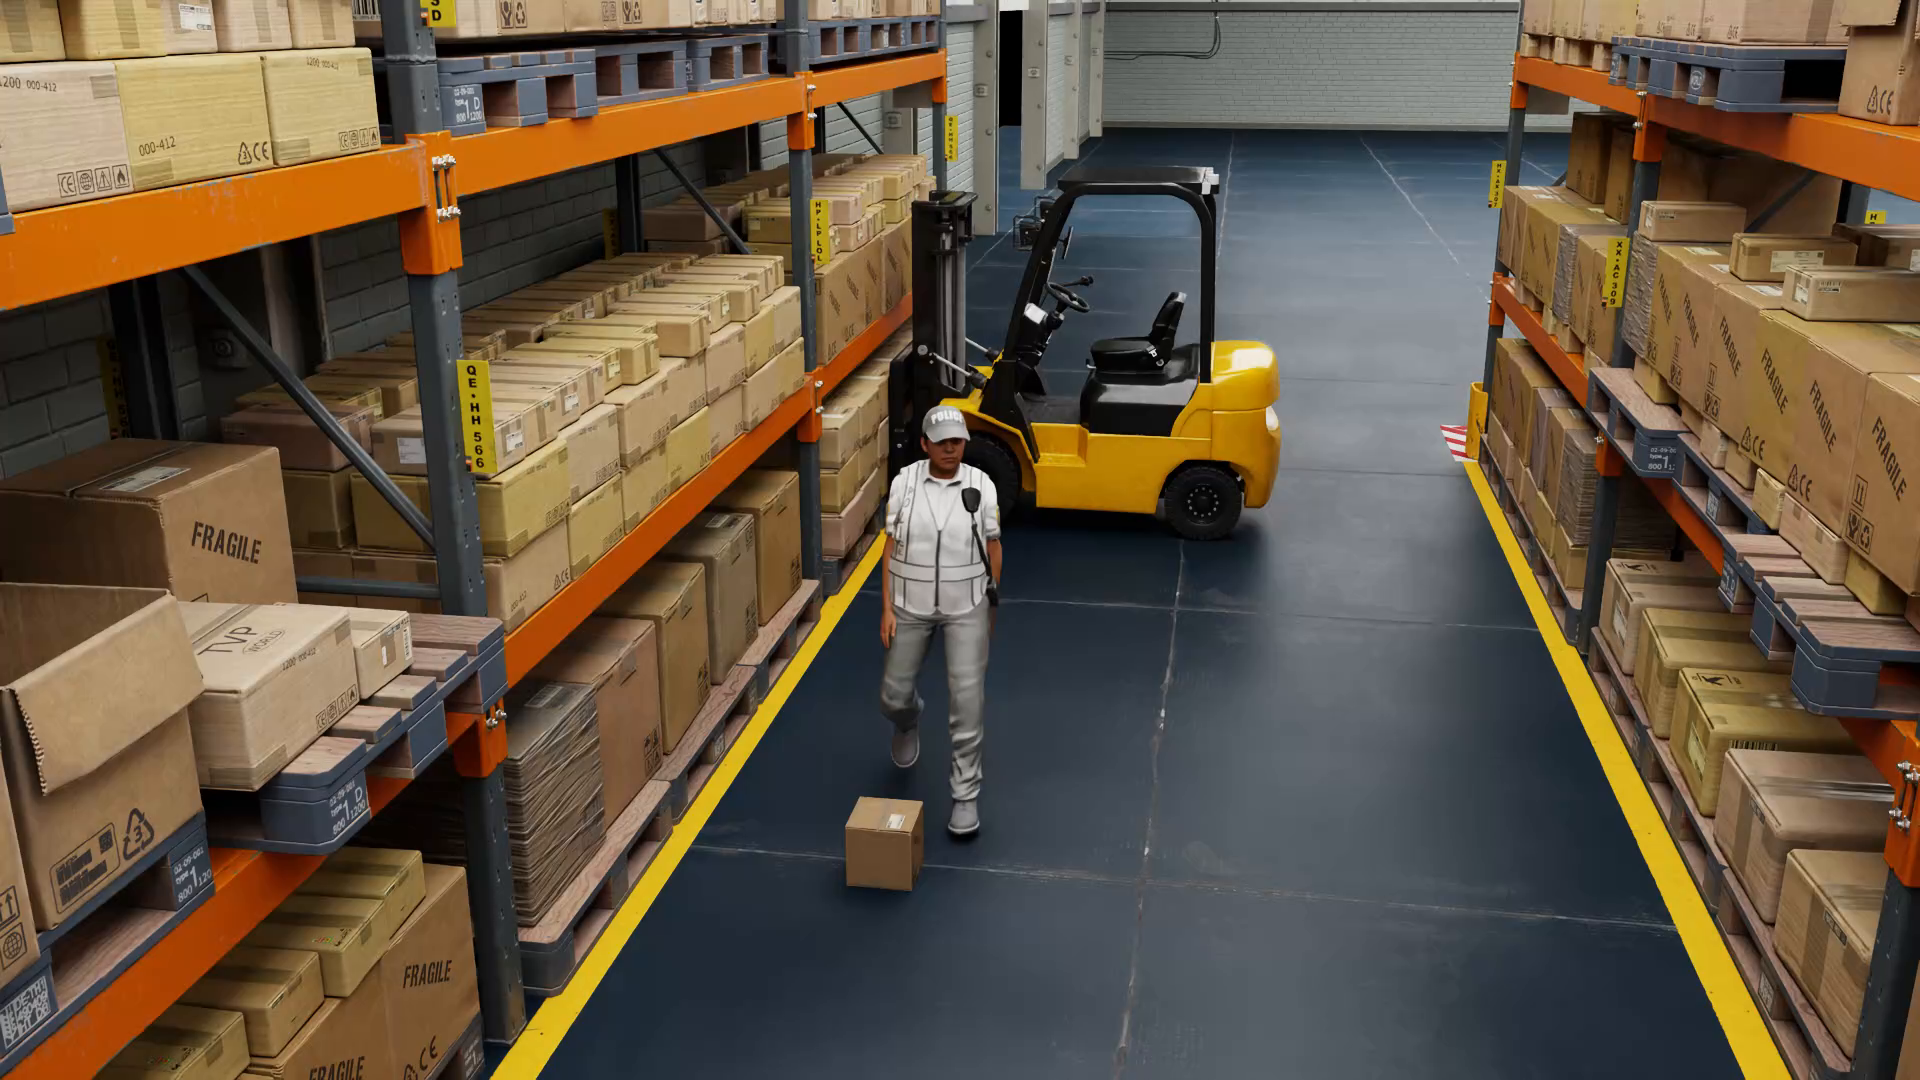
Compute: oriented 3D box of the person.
[{"bbox_3d":[-0.081,0.277,6.652,0.491,1.639,0.752,1,18,3],"label":"person"}]
